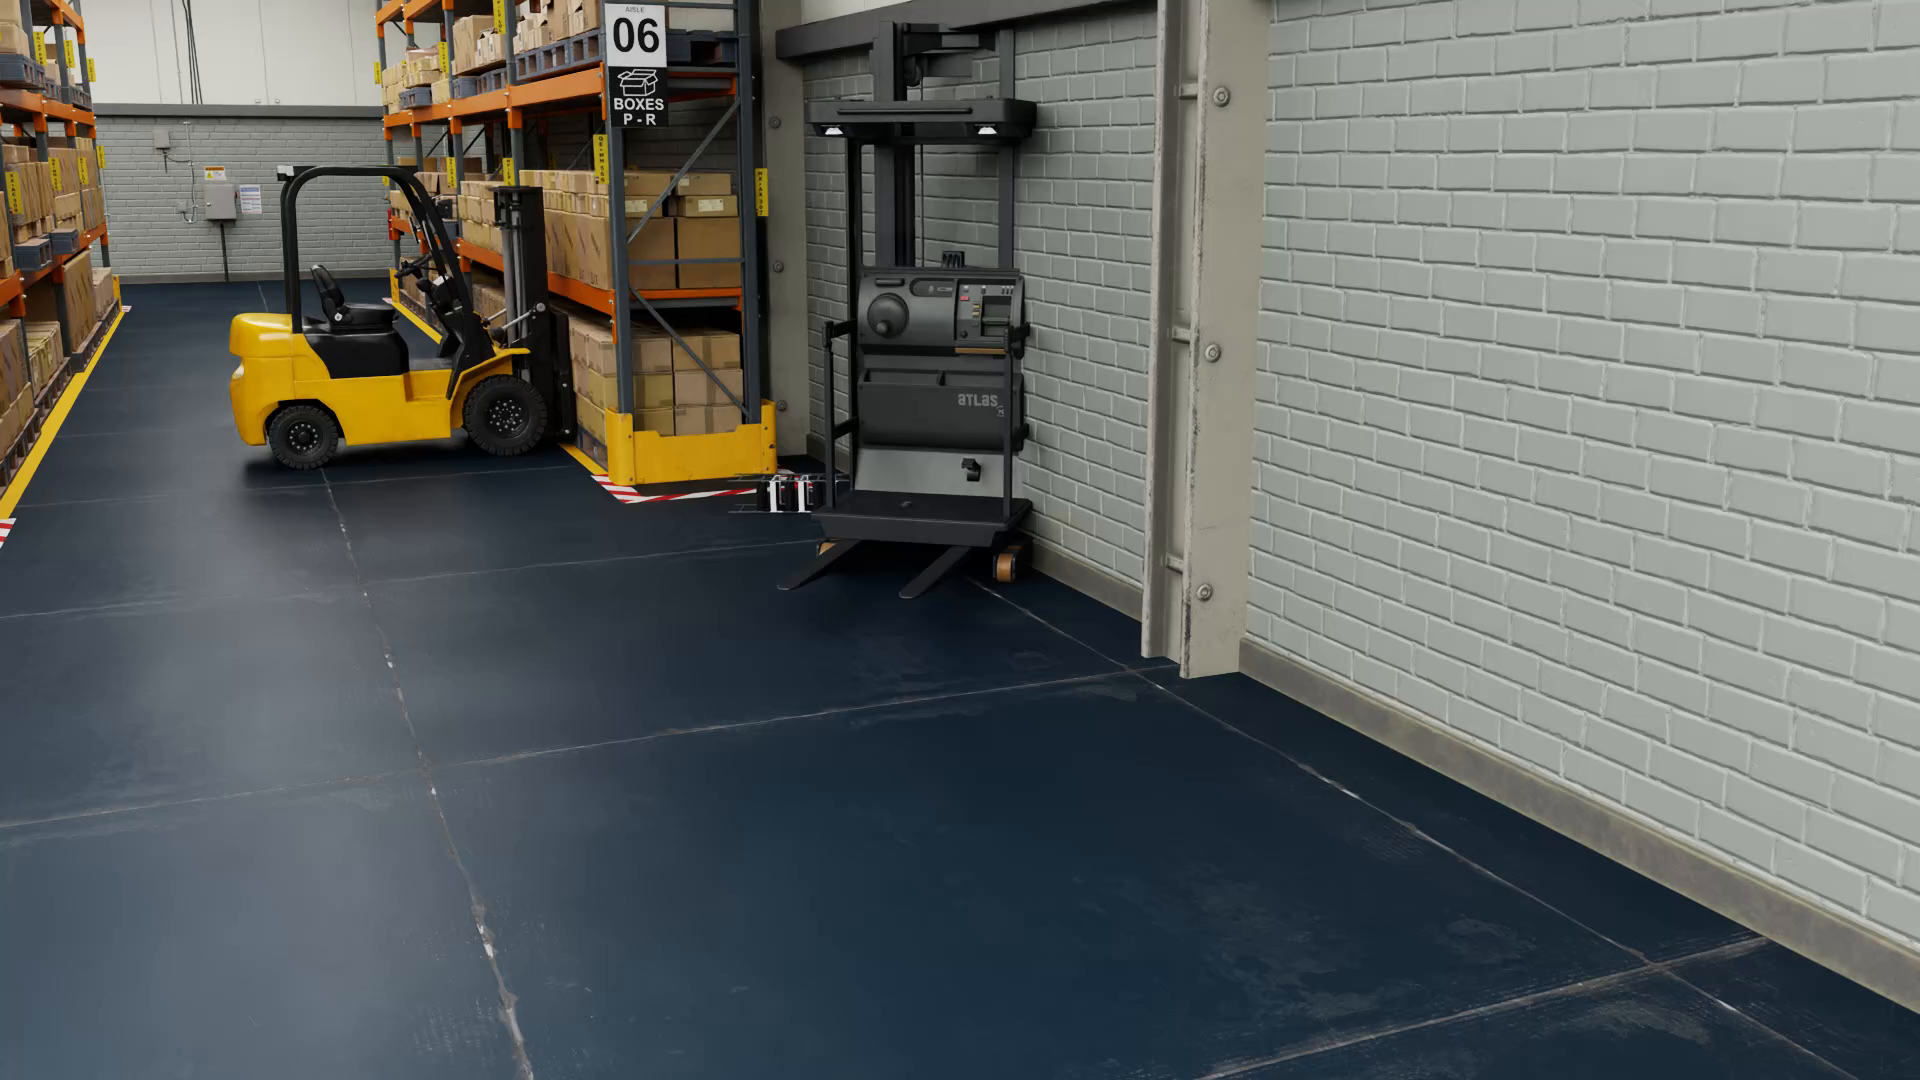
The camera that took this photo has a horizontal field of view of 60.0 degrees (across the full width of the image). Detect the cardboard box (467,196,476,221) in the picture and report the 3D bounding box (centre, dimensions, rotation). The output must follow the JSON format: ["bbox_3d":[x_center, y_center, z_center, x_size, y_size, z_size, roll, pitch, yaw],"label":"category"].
[{"bbox_3d":[-4.956,-3.531,17.696,0.500,0.250,0.500,-5,14,-21],"label":"cardboard box"}]

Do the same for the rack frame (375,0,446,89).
[{"bbox_3d":[-8.314,-8.153,25.140,1.000,3.000,0.127,-6,14,-23],"label":"rack frame"}]

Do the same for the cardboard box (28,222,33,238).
[{"bbox_3d":[-8.423,-2.739,14.678,0.380,0.149,0.250,-6,14,-23],"label":"cardboard box"}]

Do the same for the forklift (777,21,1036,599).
[{"bbox_3d":[-0.159,-1.291,8.950,1.130,2.935,3.031,3,13,14],"label":"forklift"}]

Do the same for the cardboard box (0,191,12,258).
[{"bbox_3d":[-7.648,-2.426,12.819,0.500,0.500,0.500,-6,14,-24],"label":"cardboard box"}]

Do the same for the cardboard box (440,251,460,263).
[{"bbox_3d":[-6.664,-3.704,21.736,0.380,0.149,0.250,-6,14,-26],"label":"cardboard box"}]

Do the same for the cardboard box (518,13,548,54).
[{"bbox_3d":[-3.397,-4.228,13.880,0.500,0.311,0.500,-5,14,-22],"label":"cardboard box"}]

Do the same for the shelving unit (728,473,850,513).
[{"bbox_3d":[-1.022,-0.303,10.696,0.900,0.210,0.258,0,13,2],"label":"shelving unit"}]

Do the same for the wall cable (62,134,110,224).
[{"bbox_3d":[-15.141,-6.454,28.782,0.585,1.953,0.123,-6,14,-23],"label":"wall cable"}]

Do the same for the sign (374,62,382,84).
[{"bbox_3d":[-8.811,-7.068,25.167,0.100,0.325,0.005,-6,14,-23],"label":"sign"}]

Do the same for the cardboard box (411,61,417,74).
[{"bbox_3d":[-6.632,-5.884,20.733,0.380,0.149,0.250,-6,14,-24],"label":"cardboard box"}]

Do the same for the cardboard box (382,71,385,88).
[{"bbox_3d":[-8.366,-6.893,24.911,0.500,0.250,0.500,-6,14,-24],"label":"cardboard box"}]

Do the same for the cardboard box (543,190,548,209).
[{"bbox_3d":[-3.251,-2.810,13.696,0.380,0.149,0.250,-6,14,-24],"label":"cardboard box"}]

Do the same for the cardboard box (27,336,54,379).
[{"bbox_3d":[-8.837,-1.626,15.140,0.950,0.372,0.625,-5,14,-21],"label":"cardboard box"}]

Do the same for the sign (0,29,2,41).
[{"bbox_3d":[-7.560,-4.066,12.986,0.100,0.325,0.005,-6,14,-23],"label":"sign"}]

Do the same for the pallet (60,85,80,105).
[{"bbox_3d":[-11.577,-5.543,20.711,1.003,0.211,1.213,-6,14,-23],"label":"pallet"}]

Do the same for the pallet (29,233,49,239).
[{"bbox_3d":[-8.826,-2.630,15.005,1.003,0.211,1.213,-6,14,-23],"label":"pallet"}]

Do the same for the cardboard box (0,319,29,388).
[{"bbox_3d":[-7.571,-1.434,12.918,0.500,0.500,0.500,-6,14,-24],"label":"cardboard box"}]

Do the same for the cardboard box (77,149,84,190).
[{"bbox_3d":[-11.227,-4.611,20.701,0.500,0.500,0.500,-6,14,-23],"label":"cardboard box"}]

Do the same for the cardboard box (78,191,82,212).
[{"bbox_3d":[-10.859,-4.056,19.967,0.500,0.250,0.500,-6,14,-23],"label":"cardboard box"}]

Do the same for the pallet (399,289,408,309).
[{"bbox_3d":[-7.963,-3.691,25.351,1.003,0.211,1.213,-6,14,-23],"label":"pallet"}]

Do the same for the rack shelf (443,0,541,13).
[{"bbox_3d":[-4.308,-5.542,16.339,1.077,0.370,4.000,-6,14,-23],"label":"rack shelf"}]

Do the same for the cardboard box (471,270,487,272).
[{"bbox_3d":[-5.907,-3.182,20.138,0.380,0.149,0.250,-6,14,-24],"label":"cardboard box"}]

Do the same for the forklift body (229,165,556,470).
[{"bbox_3d":[-4.336,-1.738,12.610,2.313,2.155,1.214,-6,14,-23],"label":"forklift body"}]

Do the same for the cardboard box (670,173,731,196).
[{"bbox_3d":[-1.844,-2.523,11.799,0.380,0.149,0.250,-6,14,-24],"label":"cardboard box"}]

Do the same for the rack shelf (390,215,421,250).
[{"bbox_3d":[-7.513,-4.467,24.112,1.077,0.370,4.000,-6,14,-23],"label":"rack shelf"}]

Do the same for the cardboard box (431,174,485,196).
[{"bbox_3d":[-5.933,-4.153,20.001,0.797,0.503,0.637,-6,14,-24],"label":"cardboard box"}]

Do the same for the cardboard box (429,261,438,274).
[{"bbox_3d":[-6.812,-3.609,21.983,0.380,0.149,0.250,-5,14,-20],"label":"cardboard box"}]

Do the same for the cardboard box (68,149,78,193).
[{"bbox_3d":[-10.635,-4.315,19.421,0.500,0.500,0.500,-5,14,-22],"label":"cardboard box"}]

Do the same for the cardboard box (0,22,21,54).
[{"bbox_3d":[-7.920,-4.052,13.473,0.500,0.250,0.500,-6,14,-25],"label":"cardboard box"}]

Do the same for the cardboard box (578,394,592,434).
[{"bbox_3d":[-2.573,-0.962,12.540,0.500,0.250,0.500,-6,14,-23],"label":"cardboard box"}]

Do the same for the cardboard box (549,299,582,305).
[{"bbox_3d":[-3.601,-1.975,14.700,0.500,0.250,0.500,-6,14,-24],"label":"cardboard box"}]

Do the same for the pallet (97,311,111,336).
[{"bbox_3d":[-11.491,-2.760,21.329,1.003,0.211,1.213,-6,14,-23],"label":"pallet"}]

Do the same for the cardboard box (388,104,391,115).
[{"bbox_3d":[-8.178,-6.315,24.409,0.380,0.149,0.250,-5,14,-22],"label":"cardboard box"}]

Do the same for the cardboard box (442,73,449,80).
[{"bbox_3d":[-5.779,-5.371,19.219,0.380,0.149,0.250,-6,14,-23],"label":"cardboard box"}]

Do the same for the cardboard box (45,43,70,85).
[{"bbox_3d":[-11.302,-5.859,20.504,0.500,0.500,0.500,-5,14,-22],"label":"cardboard box"}]

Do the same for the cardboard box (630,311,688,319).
[{"bbox_3d":[-2.517,-1.707,13.542,0.500,0.250,0.500,-6,14,-24],"label":"cardboard box"}]

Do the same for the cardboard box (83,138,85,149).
[{"bbox_3d":[-11.972,-5.318,22.319,0.380,0.149,0.250,-5,14,-22],"label":"cardboard box"}]

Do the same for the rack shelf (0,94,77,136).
[{"bbox_3d":[-10.457,-4.652,18.263,1.077,0.370,4.000,-6,14,-23],"label":"rack shelf"}]

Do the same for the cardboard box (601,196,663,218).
[{"bbox_3d":[-2.301,-2.336,11.649,0.380,0.149,0.250,-5,14,-22],"label":"cardboard box"}]

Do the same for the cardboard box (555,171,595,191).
[{"bbox_3d":[-3.063,-2.909,13.467,0.380,0.149,0.250,-6,14,-23],"label":"cardboard box"}]

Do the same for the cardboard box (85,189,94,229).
[{"bbox_3d":[-11.404,-4.228,21.266,0.500,0.500,0.500,-6,14,-23],"label":"cardboard box"}]

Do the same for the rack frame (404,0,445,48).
[{"bbox_3d":[-6.712,-7.327,21.569,1.000,3.000,0.127,-6,14,-23],"label":"rack frame"}]

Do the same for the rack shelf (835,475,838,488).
[{"bbox_3d":[-0.809,-0.303,10.688,0.077,0.200,0.258,0,13,2],"label":"rack shelf"}]

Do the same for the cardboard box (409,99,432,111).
[{"bbox_3d":[-7.126,-5.790,22.141,0.380,0.149,0.250,-6,14,-23],"label":"cardboard box"}]

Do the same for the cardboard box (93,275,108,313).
[{"bbox_3d":[-11.771,-3.235,21.948,0.875,0.438,0.875,-6,14,-25],"label":"cardboard box"}]

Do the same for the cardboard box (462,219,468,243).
[{"bbox_3d":[-5.156,-3.391,18.200,0.500,0.250,0.500,-6,14,-23],"label":"cardboard box"}]

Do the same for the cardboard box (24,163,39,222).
[{"bbox_3d":[-8.365,-3.030,14.496,0.500,0.500,0.500,-6,14,-23],"label":"cardboard box"}]

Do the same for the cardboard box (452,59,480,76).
[{"bbox_3d":[-5.248,-5.079,17.874,0.380,0.166,0.250,-6,14,-23],"label":"cardboard box"}]

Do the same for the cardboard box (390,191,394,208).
[{"bbox_3d":[-8.379,-5.184,25.289,0.500,0.250,0.500,-6,14,-23],"label":"cardboard box"}]

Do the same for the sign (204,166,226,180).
[{"bbox_3d":[-13.291,-6.544,29.660,0.339,0.242,0.001,-6,14,-23],"label":"sign"}]

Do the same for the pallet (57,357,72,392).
[{"bbox_3d":[-9.344,-1.608,16.351,1.003,0.211,1.213,-6,14,-23],"label":"pallet"}]

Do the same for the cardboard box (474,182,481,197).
[{"bbox_3d":[-4.901,-3.691,17.505,0.380,0.149,0.250,-5,14,-22],"label":"cardboard box"}]

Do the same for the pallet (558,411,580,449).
[{"bbox_3d":[-2.734,-0.972,13.602,1.003,0.211,1.213,-6,14,-23],"label":"pallet"}]
